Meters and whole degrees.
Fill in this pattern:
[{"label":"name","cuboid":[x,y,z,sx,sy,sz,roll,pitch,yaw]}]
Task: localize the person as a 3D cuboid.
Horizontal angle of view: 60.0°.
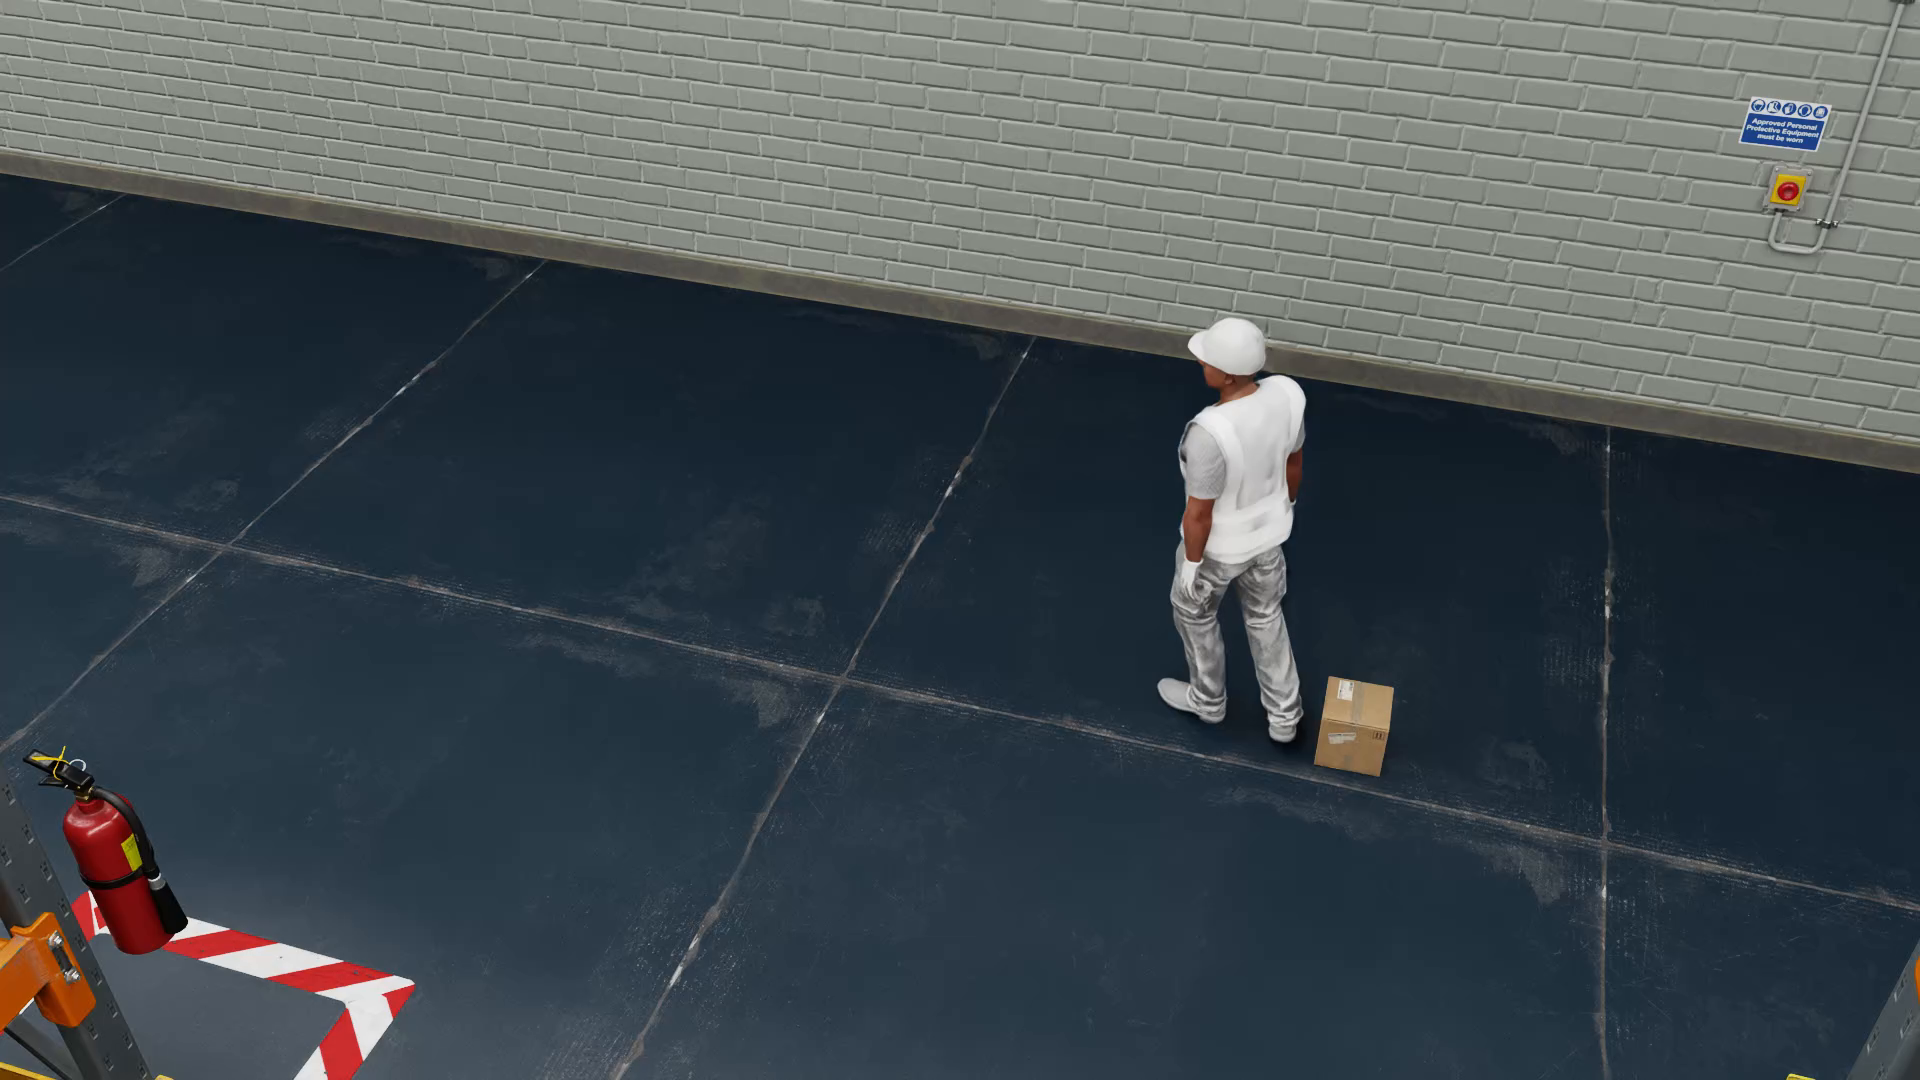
[{"label":"person","cuboid":[1.010,-0.313,5.977,0.589,1.082,0.385,-23,42,-27]}]
